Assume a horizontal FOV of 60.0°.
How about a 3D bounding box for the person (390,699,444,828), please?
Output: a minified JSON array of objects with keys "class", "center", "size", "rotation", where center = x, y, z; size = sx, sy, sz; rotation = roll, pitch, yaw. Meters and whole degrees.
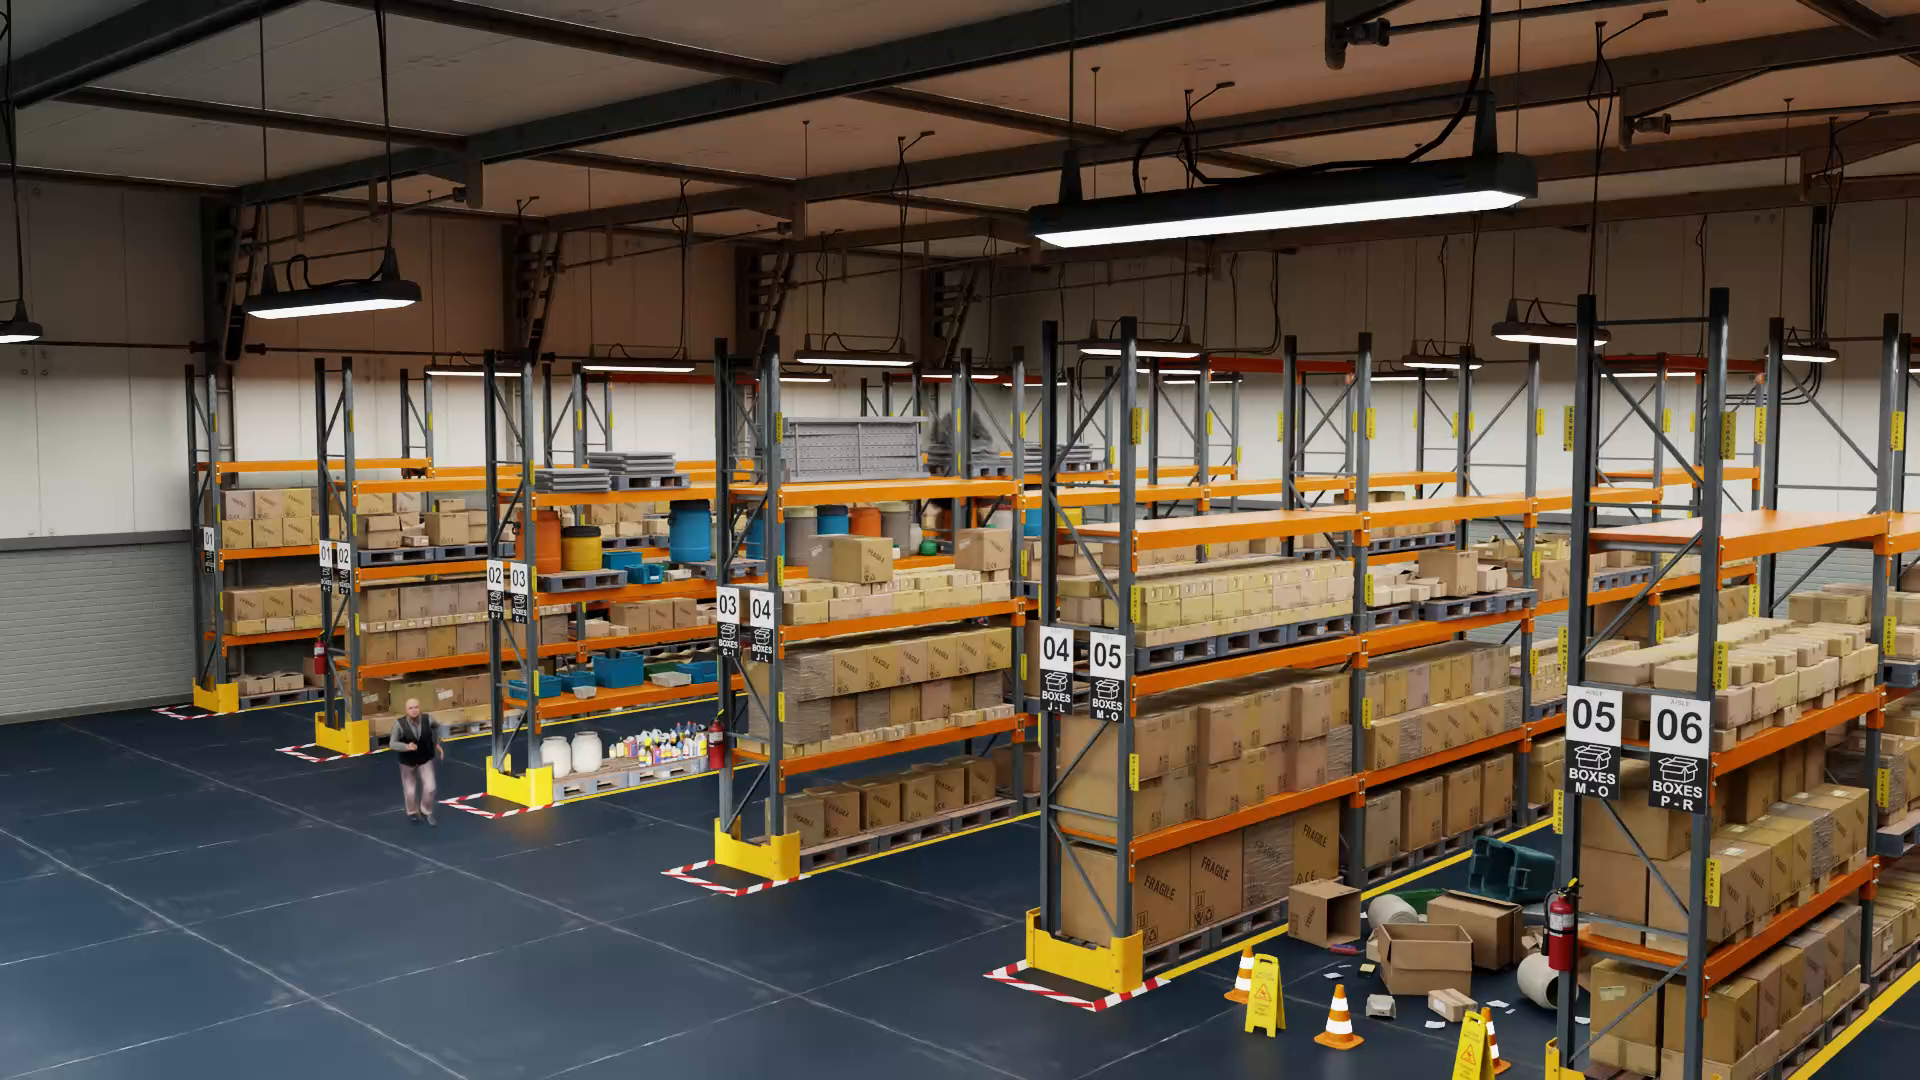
[{"class":"person","center":[-6.745,2.762,20.655],"size":[0.644,1.637,0.942],"rotation":[-2,5,-21]}]
